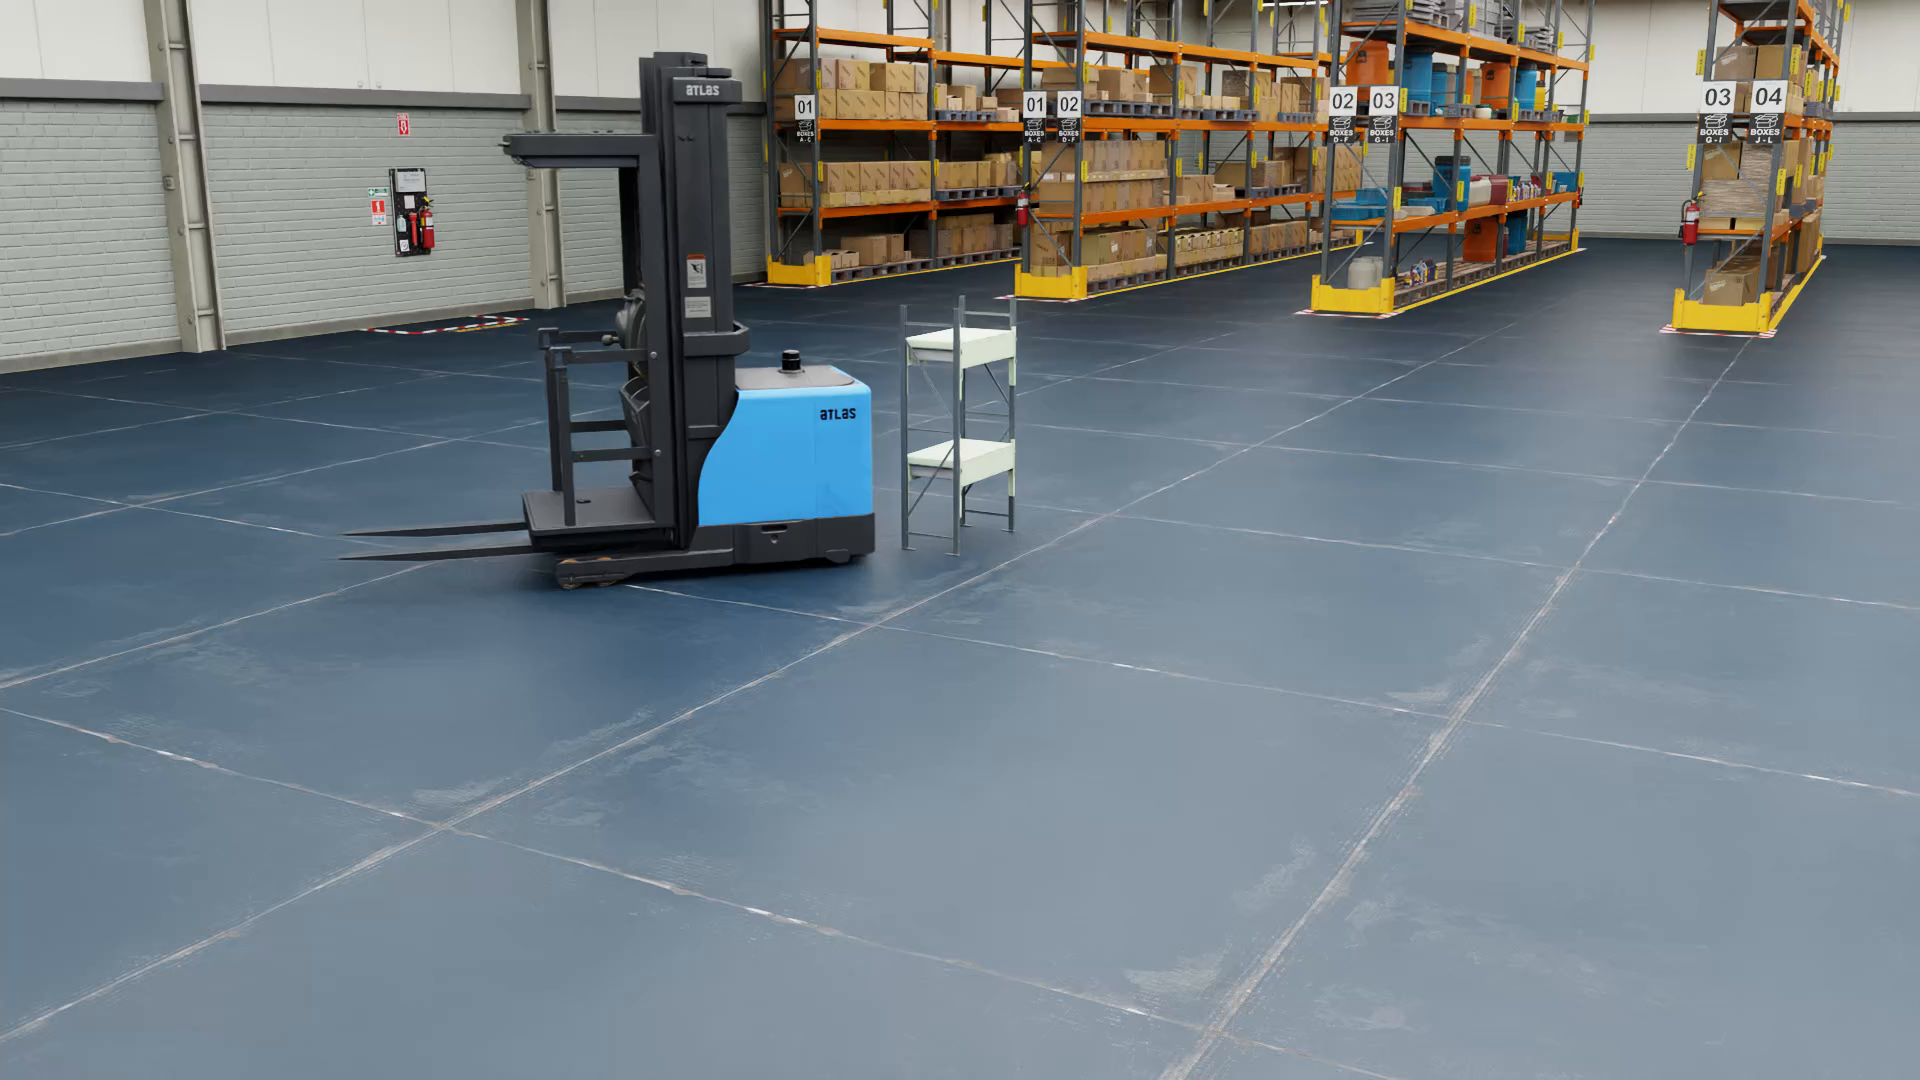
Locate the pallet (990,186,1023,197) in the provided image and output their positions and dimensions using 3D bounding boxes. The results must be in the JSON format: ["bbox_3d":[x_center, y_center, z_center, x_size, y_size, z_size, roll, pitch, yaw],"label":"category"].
[{"bbox_3d":[0.748,-7.348,35.022,1.213,0.211,1.003,7,15,28],"label":"pallet"}]

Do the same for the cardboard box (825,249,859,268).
[{"bbox_3d":[-2.179,-5.114,30.143,0.500,0.311,0.500,9,16,33],"label":"cardboard box"}]

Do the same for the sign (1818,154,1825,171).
[{"bbox_3d":[16.421,-7.202,31.704,0.100,0.325,0.005,7,15,28],"label":"sign"}]

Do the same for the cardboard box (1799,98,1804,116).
[{"bbox_3d":[12.082,-6.358,24.424,0.500,0.250,0.500,8,16,30],"label":"cardboard box"}]

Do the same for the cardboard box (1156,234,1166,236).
[{"bbox_3d":[3.595,-5.582,31.060,0.500,0.311,0.500,8,16,30],"label":"cardboard box"}]

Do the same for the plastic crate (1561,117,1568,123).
[{"bbox_3d":[12.758,-8.996,35.613,0.437,0.136,0.530,7,15,28],"label":"plastic crate"}]

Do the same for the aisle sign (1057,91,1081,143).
[{"bbox_3d":[1.707,-6.613,26.019,0.394,0.787,0.004,7,15,28],"label":"aisle sign"}]

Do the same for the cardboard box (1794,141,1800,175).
[{"bbox_3d":[12.097,-5.651,24.593,0.500,0.500,0.500,7,15,28],"label":"cardboard box"}]

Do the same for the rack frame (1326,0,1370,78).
[{"bbox_3d":[9.205,-11.597,39.436,1.000,3.000,0.127,7,15,28],"label":"rack frame"}]

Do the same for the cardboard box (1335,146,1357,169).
[{"bbox_3d":[8.987,-8.989,39.072,0.500,0.500,0.500,8,16,30],"label":"cardboard box"}]

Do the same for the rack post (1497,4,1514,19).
[{"bbox_3d":[9.963,-9.815,30.946,0.624,0.289,0.986,7,15,28],"label":"rack post"}]

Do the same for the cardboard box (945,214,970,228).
[{"bbox_3d":[-0.135,-6.493,33.861,0.500,0.250,0.500,7,15,26],"label":"cardboard box"}]

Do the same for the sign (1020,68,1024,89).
[{"bbox_3d":[1.002,-7.312,26.344,0.100,0.325,0.005,7,15,28],"label":"sign"}]

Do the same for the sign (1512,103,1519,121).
[{"bbox_3d":[10.157,-7.824,30.409,0.100,0.325,0.005,7,15,28],"label":"sign"}]

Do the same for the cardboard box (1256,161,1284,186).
[{"bbox_3d":[6.471,-7.743,35.142,0.700,0.500,0.500,3,14,14],"label":"cardboard box"}]

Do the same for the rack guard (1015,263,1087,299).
[{"bbox_3d":[1.459,-4.178,26.796,1.175,0.500,0.348,7,15,28],"label":"rack guard"}]

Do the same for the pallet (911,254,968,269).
[{"bbox_3d":[-0.559,-5.583,33.242,1.003,0.211,1.213,7,15,28],"label":"pallet"}]

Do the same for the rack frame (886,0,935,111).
[{"bbox_3d":[-0.934,-9.695,31.549,1.000,3.000,0.127,7,15,28],"label":"rack frame"}]

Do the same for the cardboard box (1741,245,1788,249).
[{"bbox_3d":[13.444,-4.660,27.856,0.700,0.500,0.500,6,15,23],"label":"cardboard box"}]

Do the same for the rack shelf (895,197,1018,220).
[{"bbox_3d":[0.033,-6.840,34.039,1.077,0.370,4.000,7,15,28],"label":"rack shelf"}]

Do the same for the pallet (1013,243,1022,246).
[{"bbox_3d":[1.446,-6.397,36.619,1.003,0.211,1.213,7,15,28],"label":"pallet"}]

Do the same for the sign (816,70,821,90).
[{"bbox_3d":[-2.393,-7.780,28.139,0.100,0.325,0.005,7,15,28],"label":"sign"}]

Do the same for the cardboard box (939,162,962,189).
[{"bbox_3d":[-0.382,-7.256,33.078,0.700,0.500,0.500,9,16,34],"label":"cardboard box"}]

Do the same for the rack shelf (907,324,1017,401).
[{"bbox_3d":[-0.003,-1.107,10.261,0.431,0.370,0.720,7,15,28],"label":"rack shelf"}]

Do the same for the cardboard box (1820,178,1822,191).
[{"bbox_3d":[17.133,-7.184,33.617,0.500,0.250,0.500,7,15,28],"label":"cardboard box"}]

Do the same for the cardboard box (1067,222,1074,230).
[{"bbox_3d":[2.306,-7.249,37.891,0.750,0.750,0.750,8,16,30],"label":"cardboard box"}]

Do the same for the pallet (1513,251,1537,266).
[{"bbox_3d":[11.196,-5.789,34.094,1.003,0.211,1.213,7,15,28],"label":"pallet"}]

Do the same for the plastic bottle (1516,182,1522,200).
[{"bbox_3d":[10.915,-6.822,32.537,0.144,0.351,0.185,7,15,28],"label":"plastic bottle"}]

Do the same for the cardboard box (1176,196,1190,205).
[{"bbox_3d":[4.011,-6.255,30.615,0.380,0.149,0.250,7,15,28],"label":"cardboard box"}]

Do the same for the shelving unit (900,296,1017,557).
[{"bbox_3d":[-0.003,-0.728,10.352,0.431,1.500,0.755,7,15,28],"label":"shelving unit"}]

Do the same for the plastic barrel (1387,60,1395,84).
[{"bbox_3d":[6.244,-6.838,24.799,0.600,0.588,0.600,0,14,0],"label":"plastic barrel"}]

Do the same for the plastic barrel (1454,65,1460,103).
[{"bbox_3d":[8.426,-7.756,28.834,0.600,0.901,0.708,7,15,28],"label":"plastic barrel"}]

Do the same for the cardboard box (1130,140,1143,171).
[{"bbox_3d":[2.709,-6.600,28.527,0.700,0.500,0.500,7,15,28],"label":"cardboard box"}]

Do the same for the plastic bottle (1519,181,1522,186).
[{"bbox_3d":[11.232,-7.027,33.385,0.144,0.351,0.185,7,15,28],"label":"plastic bottle"}]

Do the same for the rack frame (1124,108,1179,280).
[{"bbox_3d":[3.404,-6.219,29.927,1.000,3.000,0.127,7,15,28],"label":"rack frame"}]

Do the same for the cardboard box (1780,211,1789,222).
[{"bbox_3d":[11.901,-4.737,24.319,0.380,0.149,0.250,7,15,28],"label":"cardboard box"}]

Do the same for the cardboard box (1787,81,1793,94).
[{"bbox_3d":[10.686,-5.926,21.785,0.380,0.149,0.250,8,16,29],"label":"cardboard box"}]

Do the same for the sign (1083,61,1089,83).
[{"bbox_3d":[1.953,-7.255,25.794,0.100,0.325,0.005,7,15,28],"label":"sign"}]

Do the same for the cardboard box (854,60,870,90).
[{"bbox_3d":[-1.944,-8.216,29.424,0.500,0.500,0.500,8,16,30],"label":"cardboard box"}]

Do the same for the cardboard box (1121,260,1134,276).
[{"bbox_3d":[2.651,-4.658,28.424,0.500,0.250,0.500,7,15,28],"label":"cardboard box"}]

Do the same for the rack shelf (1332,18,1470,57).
[{"bbox_3d":[6.771,-7.618,25.322,1.077,0.370,4.000,7,15,28],"label":"rack shelf"}]

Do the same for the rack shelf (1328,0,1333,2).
[{"bbox_3d":[8.238,-12.453,37.429,1.077,0.370,4.000,7,15,28],"label":"rack shelf"}]

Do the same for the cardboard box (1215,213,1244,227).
[{"bbox_3d":[5.608,-6.633,34.441,0.500,0.250,0.500,8,16,30],"label":"cardboard box"}]

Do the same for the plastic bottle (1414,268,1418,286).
[{"bbox_3d":[7.168,-4.151,26.234,0.097,0.271,0.097,0,14,0],"label":"plastic bottle"}]

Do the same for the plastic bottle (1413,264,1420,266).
[{"bbox_3d":[7.445,-4.354,27.065,0.152,0.276,0.135,7,15,28],"label":"plastic bottle"}]

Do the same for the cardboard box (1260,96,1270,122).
[{"bbox_3d":[5.766,-8.744,33.789,0.910,0.500,0.500,7,15,28],"label":"cardboard box"}]

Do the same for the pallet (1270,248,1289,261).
[{"bbox_3d":[6.322,-6.082,35.310,1.003,0.211,1.213,7,15,28],"label":"pallet"}]

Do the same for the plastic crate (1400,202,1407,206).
[{"bbox_3d":[6.835,-5.307,26.599,0.450,0.188,0.662,7,15,28],"label":"plastic crate"}]

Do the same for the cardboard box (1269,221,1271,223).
[{"bbox_3d":[6.576,-6.676,36.221,0.500,0.500,0.500,8,16,29],"label":"cardboard box"}]

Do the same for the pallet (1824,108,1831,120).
[{"bbox_3d":[16.937,-8.568,33.461,1.003,0.211,1.213,7,15,28],"label":"pallet"}]

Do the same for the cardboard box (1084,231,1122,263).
[{"bbox_3d":[2.395,-4.922,27.918,0.500,0.500,0.500,7,15,28],"label":"cardboard box"}]

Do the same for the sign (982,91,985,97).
[{"bbox_3d":[0.518,-9.412,35.503,0.100,0.325,0.005,7,15,28],"label":"sign"}]

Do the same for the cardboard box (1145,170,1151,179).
[{"bbox_3d":[3.088,-6.344,28.850,0.380,0.149,0.250,7,15,28],"label":"cardboard box"}]

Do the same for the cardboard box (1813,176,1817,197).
[{"bbox_3d":[15.709,-6.558,31.121,0.500,0.500,0.500,8,16,30],"label":"cardboard box"}]

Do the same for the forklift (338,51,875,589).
[{"bbox_3d":[-2.083,-1.287,9.619,3.031,2.935,1.130,-4,14,-17],"label":"forklift"}]

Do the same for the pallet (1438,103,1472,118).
[{"bbox_3d":[7.475,-6.864,26.607,1.213,0.211,1.003,7,15,28],"label":"pallet"}]

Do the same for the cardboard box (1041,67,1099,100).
[{"bbox_3d":[1.752,-7.296,26.581,0.797,0.503,0.637,9,16,32],"label":"cardboard box"}]
